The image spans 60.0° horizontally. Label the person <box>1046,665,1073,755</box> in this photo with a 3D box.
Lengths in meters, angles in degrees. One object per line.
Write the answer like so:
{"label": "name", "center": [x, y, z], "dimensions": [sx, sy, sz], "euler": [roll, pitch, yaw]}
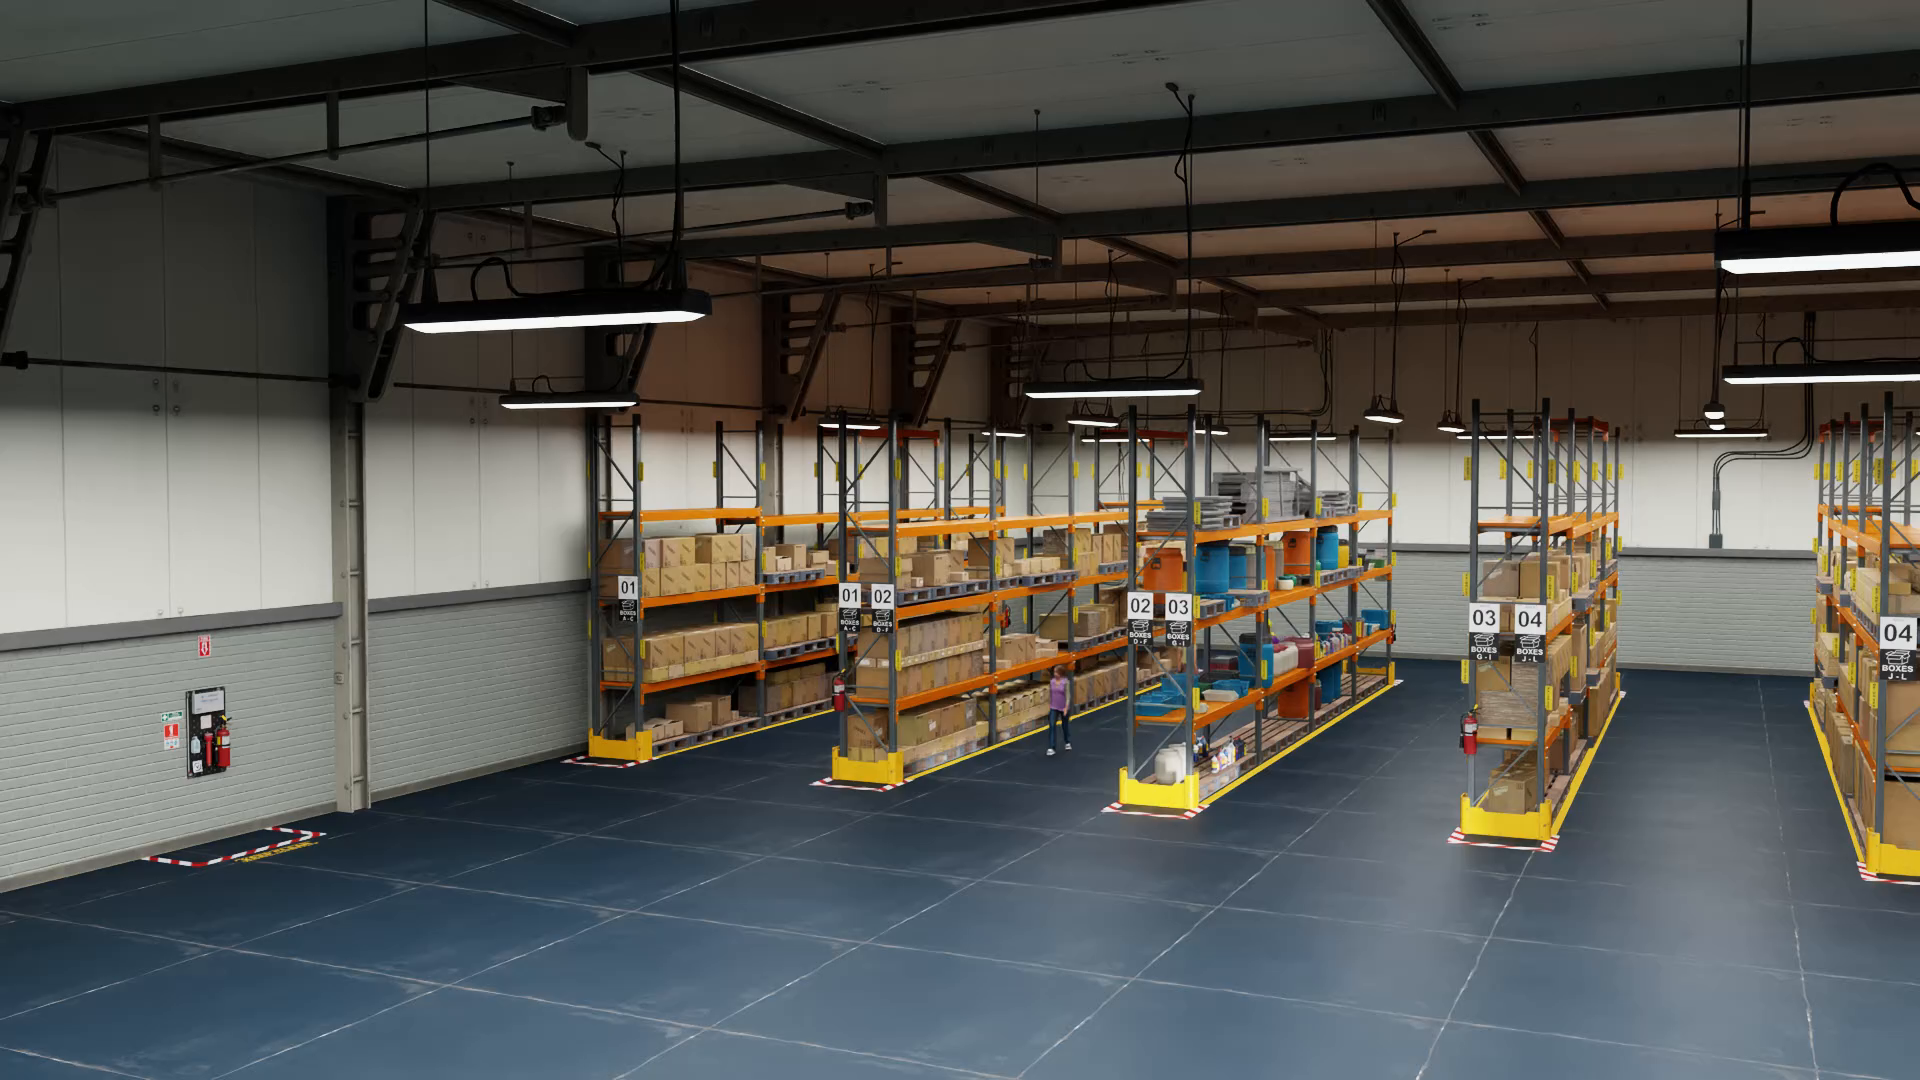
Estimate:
{"label": "person", "center": [1.761, 2.991, 29.462], "dimensions": [0.435, 1.556, 0.873], "euler": [1, 3, 26]}

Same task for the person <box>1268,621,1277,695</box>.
{"label": "person", "center": [6.643, 2.624, 36.512], "dimensions": [1.069, 1.717, 0.716], "euler": [-2, 3, -39]}

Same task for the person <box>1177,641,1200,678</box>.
{"label": "person", "center": [4.926, 2.697, 35.856], "dimensions": [0.497, 1.670, 0.506], "euler": [1, 3, 31]}
